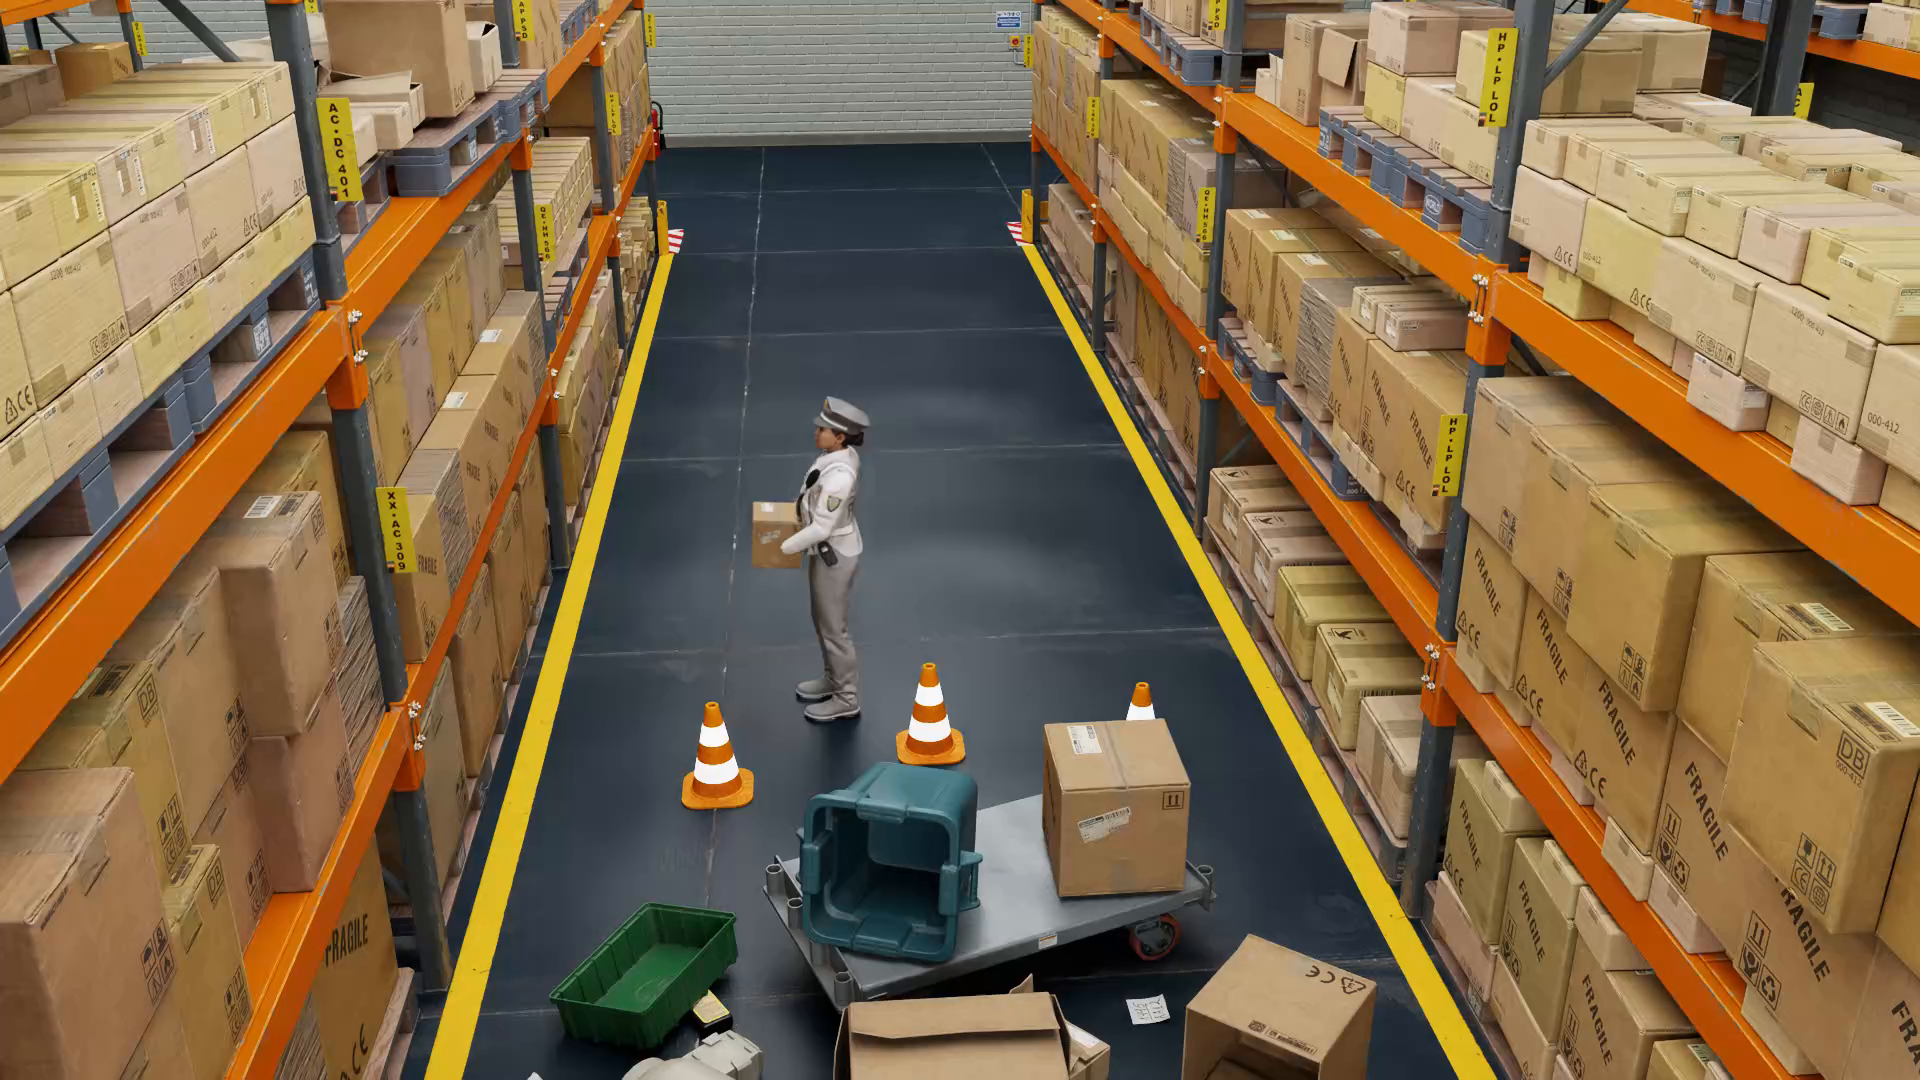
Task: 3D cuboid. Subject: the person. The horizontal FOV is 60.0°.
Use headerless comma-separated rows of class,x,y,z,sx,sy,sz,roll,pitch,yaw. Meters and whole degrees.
person,-0.712,0.082,8.374,0.554,1.695,0.467,-1,24,-3
